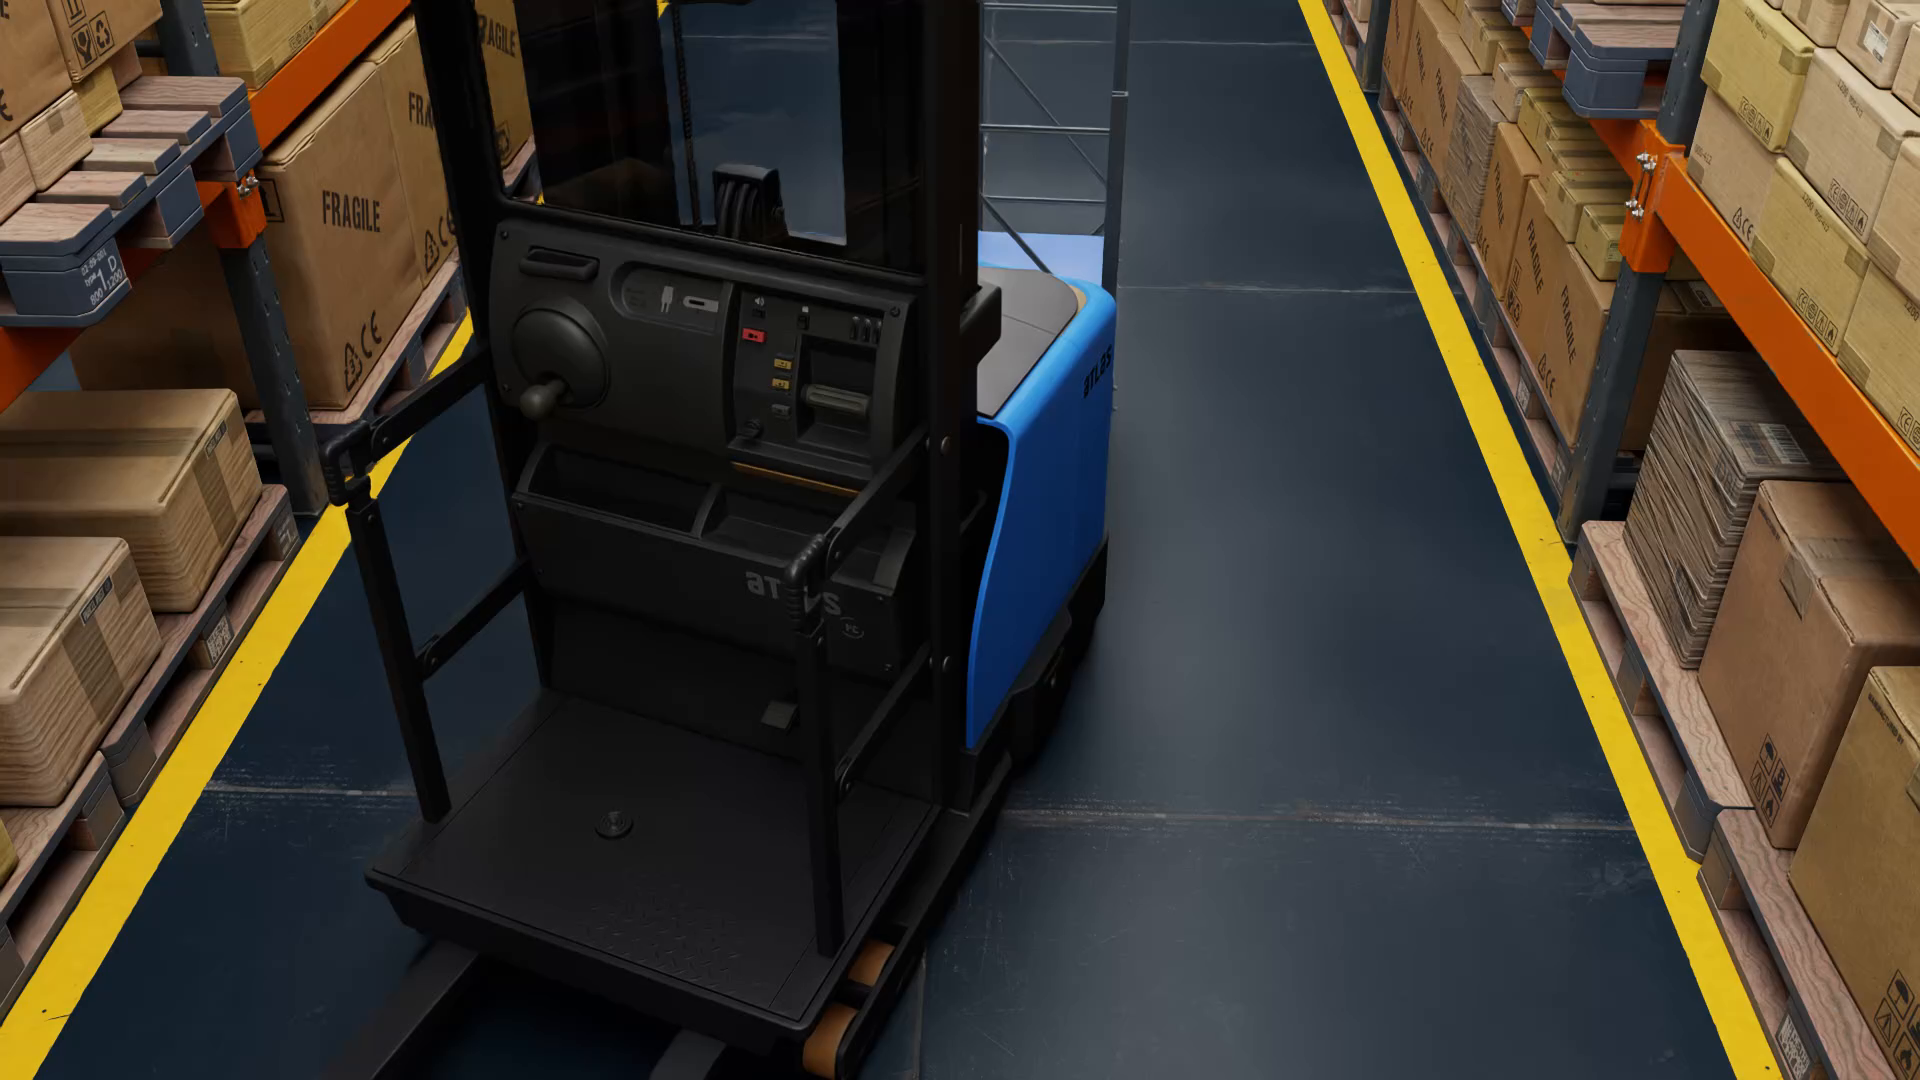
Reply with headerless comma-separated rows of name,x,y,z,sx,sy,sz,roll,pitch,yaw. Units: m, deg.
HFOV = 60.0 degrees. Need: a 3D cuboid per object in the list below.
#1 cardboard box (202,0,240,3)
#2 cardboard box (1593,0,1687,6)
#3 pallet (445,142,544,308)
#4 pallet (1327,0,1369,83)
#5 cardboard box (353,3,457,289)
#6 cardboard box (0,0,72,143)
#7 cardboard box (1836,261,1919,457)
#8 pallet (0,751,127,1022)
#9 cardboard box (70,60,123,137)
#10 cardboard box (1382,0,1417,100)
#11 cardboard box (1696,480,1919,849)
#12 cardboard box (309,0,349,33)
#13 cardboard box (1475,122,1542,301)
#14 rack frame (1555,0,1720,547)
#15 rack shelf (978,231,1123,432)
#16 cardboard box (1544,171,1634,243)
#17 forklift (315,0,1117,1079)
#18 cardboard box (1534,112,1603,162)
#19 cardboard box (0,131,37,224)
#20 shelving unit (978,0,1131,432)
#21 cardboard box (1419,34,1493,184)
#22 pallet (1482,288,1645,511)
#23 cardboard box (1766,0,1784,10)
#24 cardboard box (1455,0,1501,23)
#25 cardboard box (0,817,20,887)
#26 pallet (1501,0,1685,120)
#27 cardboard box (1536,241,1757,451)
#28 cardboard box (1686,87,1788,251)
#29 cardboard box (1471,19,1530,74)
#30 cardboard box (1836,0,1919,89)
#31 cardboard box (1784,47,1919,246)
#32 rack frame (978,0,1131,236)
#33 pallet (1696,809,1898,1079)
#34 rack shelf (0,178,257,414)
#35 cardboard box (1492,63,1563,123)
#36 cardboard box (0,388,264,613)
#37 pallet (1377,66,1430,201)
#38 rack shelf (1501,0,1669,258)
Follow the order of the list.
cardboard box,-2.292,-1.771,4.857,0.500,0.250,0.500,1,35,2
cardboard box,2.044,-1.685,4.892,0.380,0.149,0.250,2,35,3
pallet,-2.400,-1.352,6.990,1.003,0.211,1.213,1,35,2
pallet,2.590,-2.782,9.025,1.003,0.211,1.213,1,35,2
cardboard box,-2.408,-1.552,6.333,0.875,0.875,0.875,2,35,2
cardboard box,-2.309,-1.112,3.513,0.500,0.500,0.500,1,35,1
cardboard box,2.100,-0.334,3.247,0.500,0.250,0.500,0,35,0
pallet,-2.643,0.946,3.720,1.003,0.211,1.213,1,35,2
cardboard box,-2.275,-1.062,4.006,0.380,0.149,0.250,2,35,3
cardboard box,2.317,-2.404,7.871,0.500,0.500,0.500,3,35,4
cardboard box,2.344,0.303,3.909,0.875,0.625,0.625,2,35,3
cardboard box,-2.285,-1.852,5.407,0.500,0.250,0.500,0,35,1
cardboard box,2.252,-1.215,6.179,0.500,0.500,0.500,3,35,4
rack frame,2.401,-1.230,4.391,1.000,3.000,0.127,1,35,2
rack shelf,0.232,-0.690,5.240,0.538,0.185,1.000,3,35,5
cardboard box,2.148,-1.092,5.439,0.380,0.149,0.250,0,35,-1
forklift,-0.618,-0.316,3.151,1.130,2.935,3.031,14,37,19
cardboard box,2.258,-1.392,5.867,0.380,0.149,0.250,2,35,3
cardboard box,-2.259,-0.772,3.593,0.380,0.149,0.250,0,35,0
shelving unit,0.232,-0.837,5.137,0.538,1.500,1.048,3,35,5
cardboard box,2.281,-1.812,7.028,0.500,0.500,0.500,0,35,0
pallet,2.469,-0.517,5.802,1.003,0.211,1.213,1,35,2
cardboard box,2.094,-1.360,3.925,0.380,0.149,0.250,2,35,3
cardboard box,2.351,-2.276,7.125,0.380,0.149,0.250,1,35,1
cardboard box,-2.649,0.745,3.501,0.950,0.372,0.625,2,35,3
pallet,2.358,-1.542,5.003,1.213,0.211,1.003,1,35,2
cardboard box,2.203,-0.627,5.342,0.500,0.500,0.500,2,35,3
cardboard box,2.139,-0.919,4.080,0.500,0.250,0.500,1,35,2
cardboard box,2.292,-1.991,6.719,0.380,0.149,0.250,3,35,4
cardboard box,2.100,-1.058,3.496,0.380,0.149,0.250,2,35,3
cardboard box,2.118,-0.836,3.527,0.500,0.250,0.500,2,35,3
rack frame,0.281,-1.128,5.551,0.500,1.500,0.032,3,35,5
pallet,2.277,1.082,3.527,1.003,0.211,1.213,1,35,2
rack shelf,-2.639,0.101,3.123,1.077,0.370,4.000,1,35,2
cardboard box,2.249,-1.695,6.298,0.380,0.149,0.250,0,35,0
cardboard box,-2.591,-0.115,4.725,0.950,0.372,0.625,-1,35,-1
pallet,2.567,-1.919,7.797,1.003,0.211,1.213,1,35,2
rack shelf,2.481,-2.085,6.233,1.077,0.370,4.000,1,35,2
